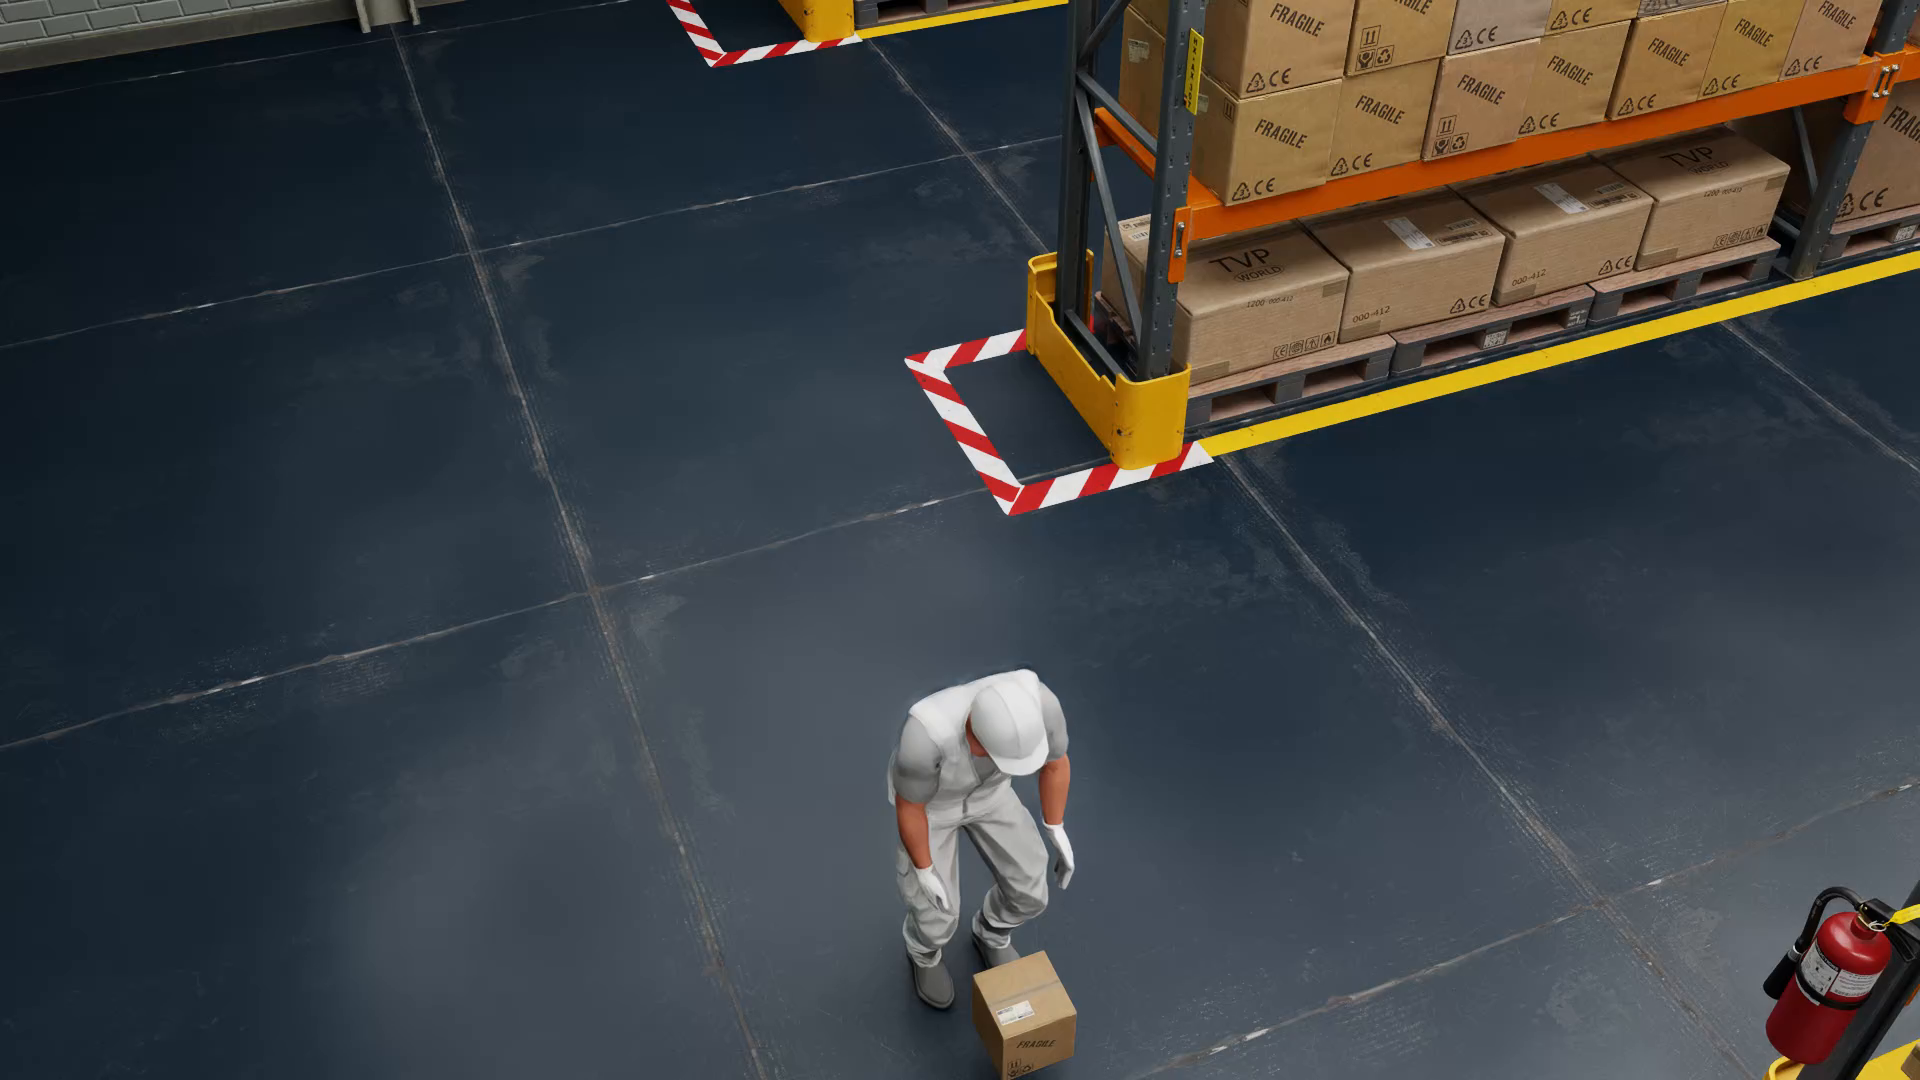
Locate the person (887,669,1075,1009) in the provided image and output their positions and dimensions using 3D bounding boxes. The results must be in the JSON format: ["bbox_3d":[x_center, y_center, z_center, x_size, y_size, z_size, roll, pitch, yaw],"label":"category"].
[{"bbox_3d":[0.062,0.901,5.277,0.575,1.580,0.647,-15,43,-16],"label":"person"}]
